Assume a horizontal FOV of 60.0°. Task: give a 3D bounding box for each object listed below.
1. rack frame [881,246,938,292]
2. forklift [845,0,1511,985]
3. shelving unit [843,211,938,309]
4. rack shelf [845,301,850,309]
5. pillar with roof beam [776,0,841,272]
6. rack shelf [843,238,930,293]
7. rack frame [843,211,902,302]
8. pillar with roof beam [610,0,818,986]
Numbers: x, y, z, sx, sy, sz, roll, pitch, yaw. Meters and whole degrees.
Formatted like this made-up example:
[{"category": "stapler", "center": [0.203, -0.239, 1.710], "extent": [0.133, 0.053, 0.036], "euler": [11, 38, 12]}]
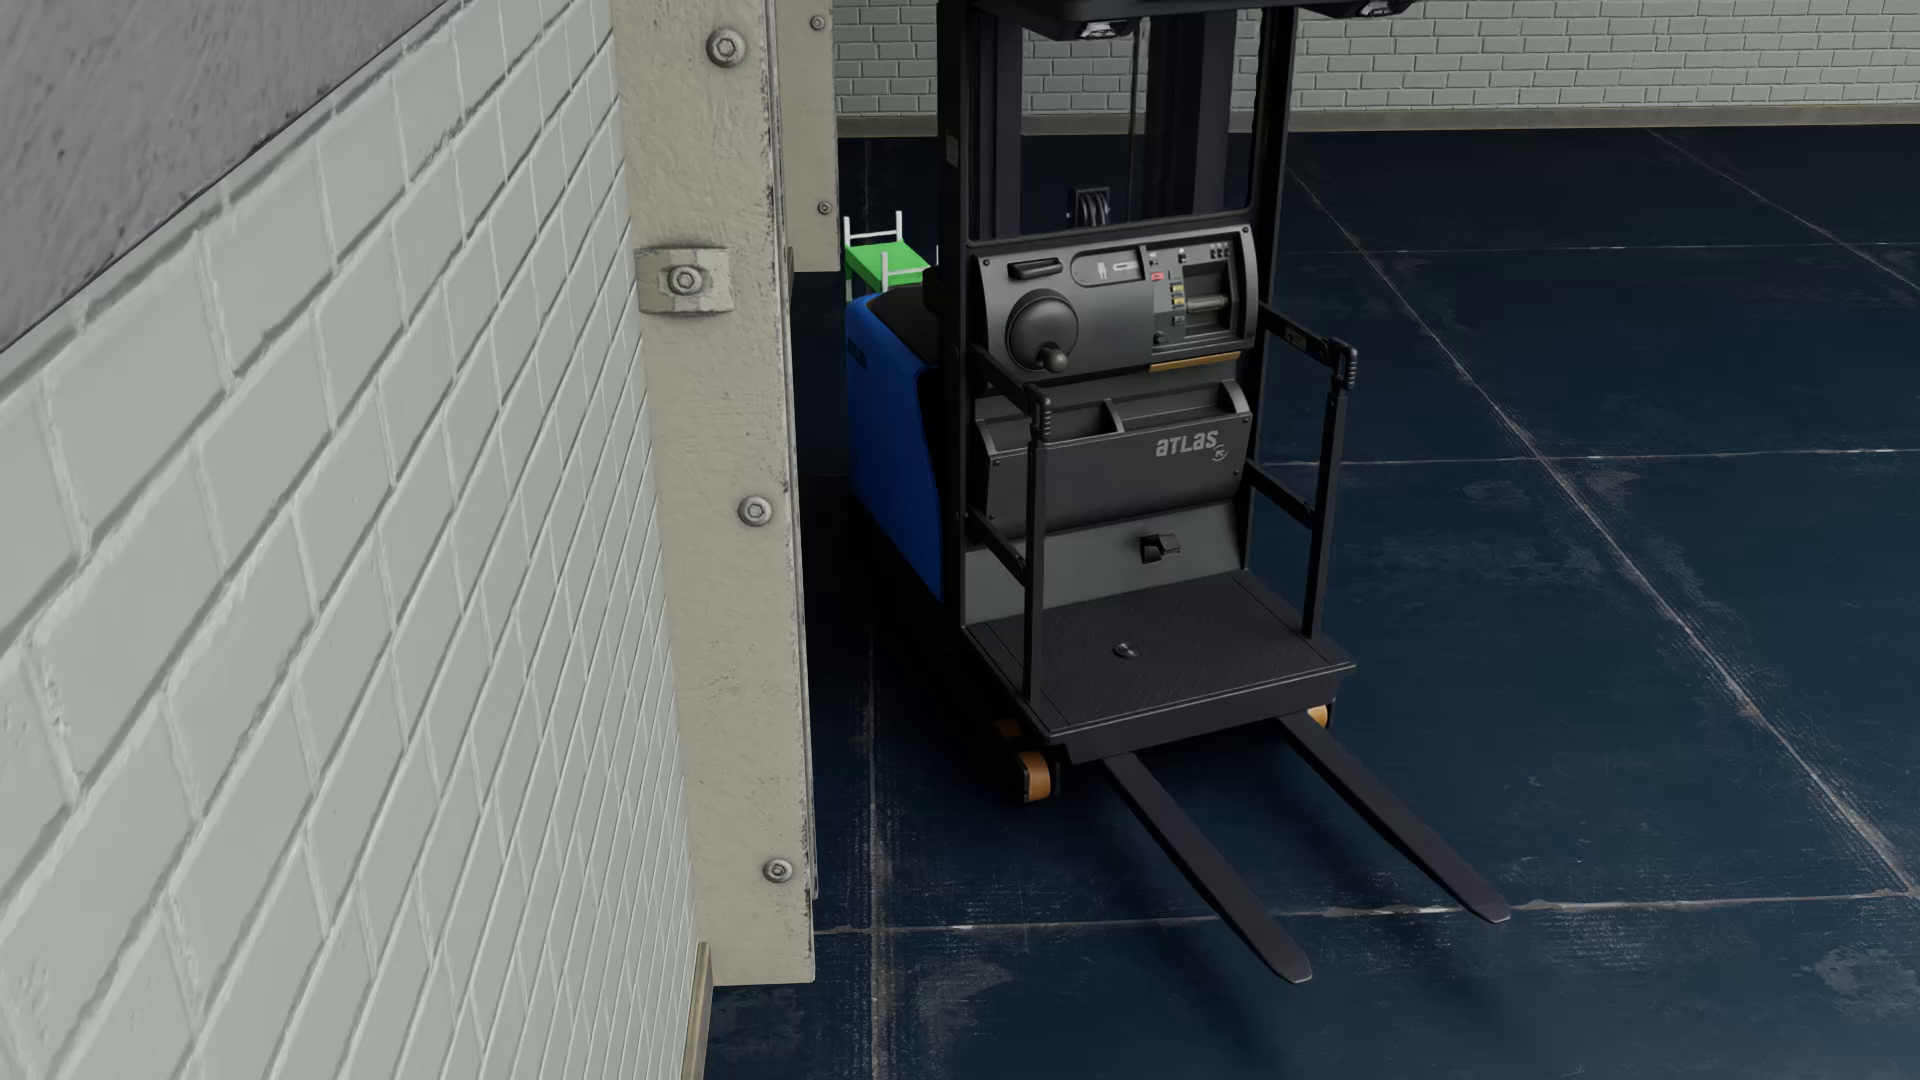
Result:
[{"category": "rack frame", "center": [-0.181, -0.561, 6.529], "extent": [0.240, 1.200, 0.015], "euler": [-10, 29, -18]}, {"category": "forklift", "center": [0.576, -0.702, 4.927], "extent": [1.130, 2.935, 3.031], "euler": [-11, 29, -19]}, {"category": "shelving unit", "center": [-0.265, -0.667, 6.732], "extent": [0.258, 1.200, 0.503], "euler": [-10, 29, -18]}, {"category": "rack shelf", "center": [-0.265, -0.823, 6.650], "extent": [0.258, 0.148, 0.480], "euler": [-10, 29, -18]}, {"category": "pillar with roof beam", "center": [3.430, -5.764, 8.071], "extent": [9.100, 9.000, 0.400], "euler": [-1, 28, -3]}, {"category": "rack shelf", "center": [-0.265, -1.036, 6.539], "extent": [0.258, 0.148, 0.480], "euler": [-10, 29, -18]}, {"category": "rack frame", "center": [-0.350, -0.773, 6.935], "extent": [0.240, 1.200, 0.015], "euler": [-10, 29, -18]}, {"category": "pillar with roof beam", "center": [3.744, -2.993, 2.758], "extent": [9.100, 9.000, 0.400], "euler": [-1, 28, -3]}]
